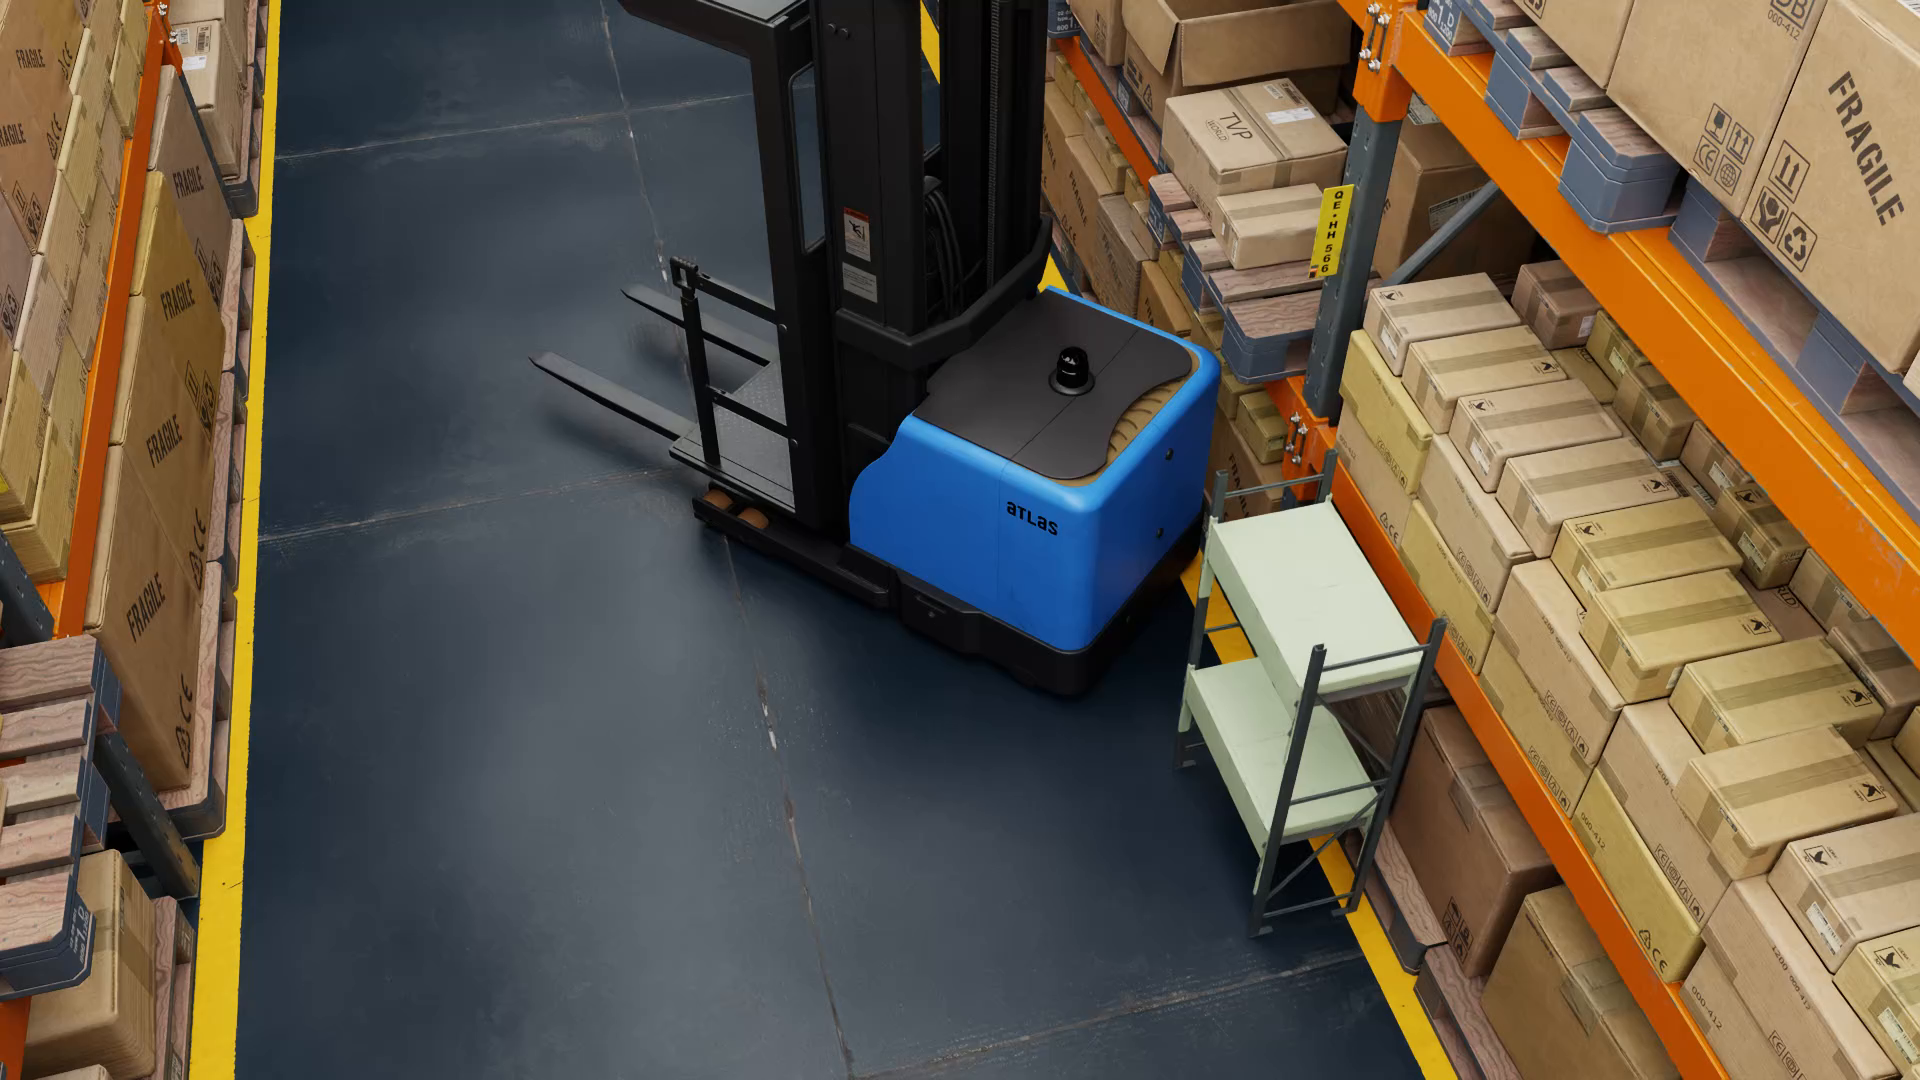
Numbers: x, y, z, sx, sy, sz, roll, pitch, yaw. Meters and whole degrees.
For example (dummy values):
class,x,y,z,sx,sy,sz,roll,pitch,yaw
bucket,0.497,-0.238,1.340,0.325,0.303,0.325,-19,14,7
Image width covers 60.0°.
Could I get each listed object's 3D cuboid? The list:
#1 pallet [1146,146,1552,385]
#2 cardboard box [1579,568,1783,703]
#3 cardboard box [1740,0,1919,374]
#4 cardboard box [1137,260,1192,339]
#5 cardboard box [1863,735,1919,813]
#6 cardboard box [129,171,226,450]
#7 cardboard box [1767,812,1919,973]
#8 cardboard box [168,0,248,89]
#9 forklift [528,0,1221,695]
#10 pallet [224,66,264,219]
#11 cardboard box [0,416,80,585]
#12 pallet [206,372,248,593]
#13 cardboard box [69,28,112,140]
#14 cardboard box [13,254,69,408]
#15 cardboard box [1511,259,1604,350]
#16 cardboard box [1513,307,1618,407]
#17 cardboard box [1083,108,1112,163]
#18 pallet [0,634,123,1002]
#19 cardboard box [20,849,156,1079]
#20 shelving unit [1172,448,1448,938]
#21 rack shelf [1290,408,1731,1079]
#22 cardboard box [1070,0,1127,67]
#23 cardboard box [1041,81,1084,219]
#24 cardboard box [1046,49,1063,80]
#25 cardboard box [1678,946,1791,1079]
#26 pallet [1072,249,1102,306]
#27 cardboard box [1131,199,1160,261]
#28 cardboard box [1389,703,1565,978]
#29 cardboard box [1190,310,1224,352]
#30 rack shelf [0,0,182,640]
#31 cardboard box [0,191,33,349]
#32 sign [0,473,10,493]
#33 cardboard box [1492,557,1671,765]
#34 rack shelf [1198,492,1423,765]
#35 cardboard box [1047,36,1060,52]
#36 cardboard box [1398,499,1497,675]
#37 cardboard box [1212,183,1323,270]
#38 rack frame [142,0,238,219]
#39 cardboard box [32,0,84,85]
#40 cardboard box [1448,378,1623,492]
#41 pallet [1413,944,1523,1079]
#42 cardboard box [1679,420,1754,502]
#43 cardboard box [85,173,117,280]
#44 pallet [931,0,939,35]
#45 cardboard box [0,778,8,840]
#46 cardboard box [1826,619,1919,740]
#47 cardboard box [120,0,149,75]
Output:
class,x,y,z,sx,sy,sz,roll,pitch,yaw
pallet,1.412,-1.053,6.067,1.213,0.211,1.003,-11,47,-10
cardboard box,1.791,0.236,4.145,0.380,0.149,0.250,-10,46,-9
cardboard box,1.864,-0.685,3.037,0.500,0.500,0.500,-10,46,-9
cardboard box,1.083,-0.898,7.237,0.500,0.500,0.500,-9,46,-9
cardboard box,2.417,0.520,4.146,0.500,0.250,0.500,-12,47,-11
cardboard box,-3.693,-0.884,6.961,0.875,0.875,0.875,-9,46,-9
cardboard box,2.020,0.762,3.629,0.380,0.149,0.250,-10,46,-10
cardboard box,-4.454,-2.838,9.182,0.875,0.438,0.875,-12,47,-11
forklift,-0.514,-1.279,6.202,3.031,2.935,1.130,26,51,23
pallet,-4.287,-2.080,8.891,1.003,0.211,1.213,-11,47,-10
cardboard box,-3.026,-0.086,5.090,0.500,0.250,0.500,-11,47,-11
pallet,-3.581,-0.178,7.027,1.003,0.211,1.213,-11,47,-10
cardboard box,-3.546,-1.679,6.301,0.500,0.250,0.500,-10,46,-9
cardboard box,-3.166,-0.629,5.272,0.500,0.250,0.500,-10,46,-9
cardboard box,1.933,-0.740,5.101,0.380,0.149,0.250,-9,46,-9
cardboard box,2.037,-0.528,5.173,0.500,0.250,0.500,-10,46,-9
cardboard box,0.798,-1.911,7.775,0.380,0.149,0.250,-11,47,-10
pallet,-2.858,0.785,4.266,1.213,0.211,1.003,-11,47,-10
cardboard box,-3.009,1.410,5.065,0.950,0.372,0.625,-14,47,-13
shelving unit,1.078,0.535,5.426,0.431,1.500,0.755,-11,47,-11
rack shelf,2.166,0.968,4.456,1.077,0.370,4.000,-11,47,-10
cardboard box,0.871,-2.334,6.824,0.700,0.500,0.500,-11,47,-11
cardboard box,0.682,-1.958,8.275,0.500,0.500,0.500,-11,47,-11
cardboard box,0.610,-2.452,8.306,0.380,0.149,0.250,-12,47,-11
cardboard box,2.064,1.154,3.874,0.500,0.250,0.500,-10,47,-10
pallet,1.190,-1.052,7.884,1.003,0.211,1.213,-11,47,-10
cardboard box,0.970,-1.379,7.254,0.380,0.149,0.250,-13,47,-12
cardboard box,1.975,0.902,5.385,0.875,0.625,0.625,-9,46,-9
cardboard box,1.158,-0.831,6.717,0.380,0.149,0.250,-12,47,-12
rack shelf,-3.656,-0.884,6.270,1.077,0.370,4.000,-11,47,-10
cardboard box,-3.170,-0.866,4.979,0.500,0.500,0.500,-11,47,-10
sign,-2.621,-0.238,4.379,0.100,0.325,0.005,-11,47,-10
cardboard box,1.775,0.274,4.387,0.500,0.250,0.500,-12,47,-11
rack shelf,1.078,0.262,5.147,0.431,0.370,0.720,-11,47,-11
cardboard box,0.577,-2.563,8.206,0.380,0.149,0.250,-13,47,-12
cardboard box,1.655,0.087,4.921,0.500,0.250,0.500,-12,47,-11
cardboard box,1.115,-1.107,5.868,0.380,0.149,0.250,-10,46,-10
rack frame,-4.168,-2.517,7.367,1.000,3.000,0.127,-11,47,-10
cardboard box,-3.560,-1.929,6.021,0.500,0.500,0.500,-9,46,-9
cardboard box,1.611,-0.296,4.667,0.380,0.149,0.250,-10,46,-9
pallet,2.136,1.727,5.160,1.003,0.211,1.213,-11,47,-10
cardboard box,2.245,-0.233,4.604,0.380,0.149,0.250,-12,47,-11
cardboard box,-3.432,-1.141,6.124,0.500,0.250,0.500,-11,47,-10
pallet,0.455,-2.925,9.720,1.003,0.211,1.213,-11,47,-10
cardboard box,-2.586,0.707,4.090,0.380,0.149,0.250,-11,47,-11
cardboard box,2.344,0.317,4.066,0.380,0.149,0.250,-9,46,-9
cardboard box,-3.809,-2.200,7.162,0.500,0.250,0.500,-12,47,-11
